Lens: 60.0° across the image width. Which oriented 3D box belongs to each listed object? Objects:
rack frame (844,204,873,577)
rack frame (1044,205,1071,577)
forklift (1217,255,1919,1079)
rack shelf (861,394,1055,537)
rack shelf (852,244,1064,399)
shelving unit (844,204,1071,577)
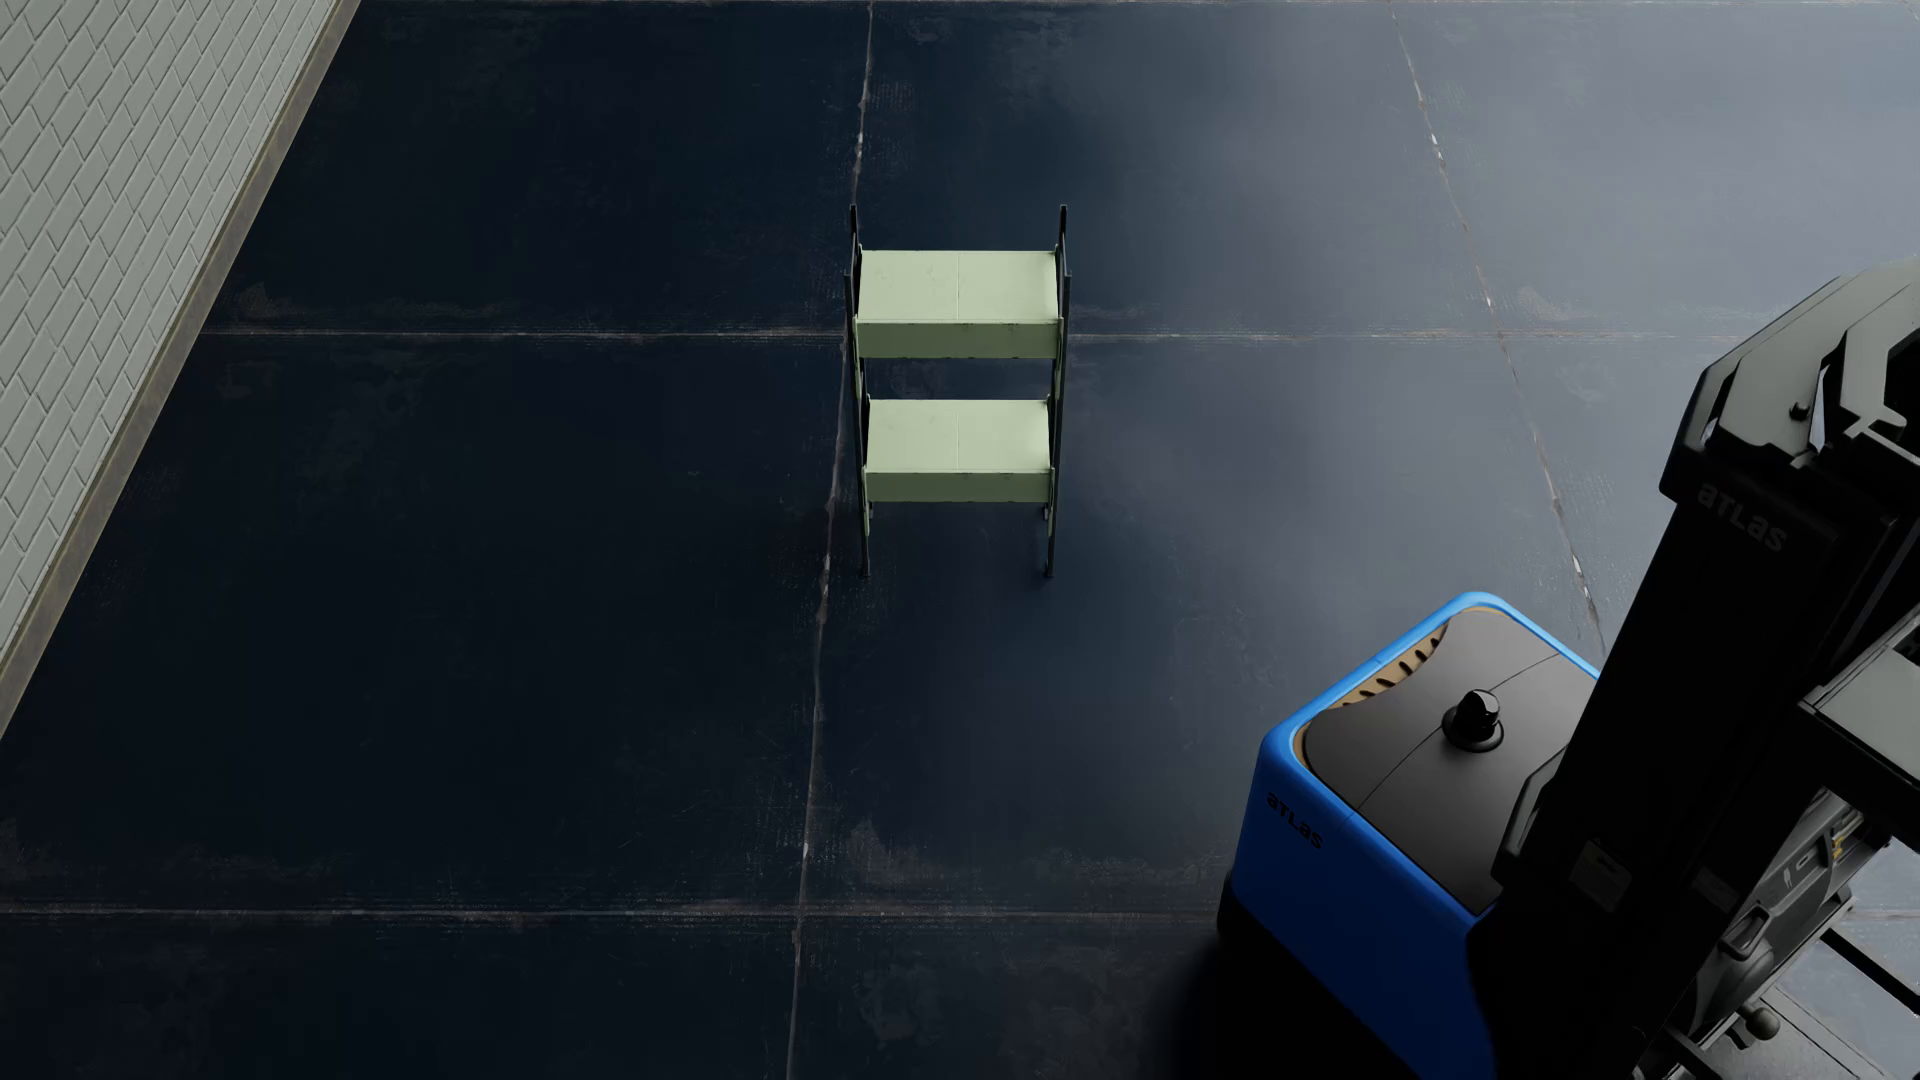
[{"bbox_3d":[-0.373,-0.512,6.202,0.023,1.500,0.400,0,47,0],"label":"rack frame"},{"bbox_3d":[0.359,-0.510,6.200,0.023,1.500,0.400,0,47,0],"label":"rack frame"},{"bbox_3d":[2.156,0.931,3.881,1.130,2.935,3.031,-30,54,-25],"label":"forklift"},{"bbox_3d":[-0.007,-0.289,6.440,0.720,0.370,0.431,0,47,0],"label":"rack shelf"},{"bbox_3d":[-0.007,-0.777,5.915,0.720,0.370,0.431,0,47,0],"label":"rack shelf"},{"bbox_3d":[-0.007,-0.511,6.201,0.755,1.500,0.431,0,47,0],"label":"shelving unit"}]
